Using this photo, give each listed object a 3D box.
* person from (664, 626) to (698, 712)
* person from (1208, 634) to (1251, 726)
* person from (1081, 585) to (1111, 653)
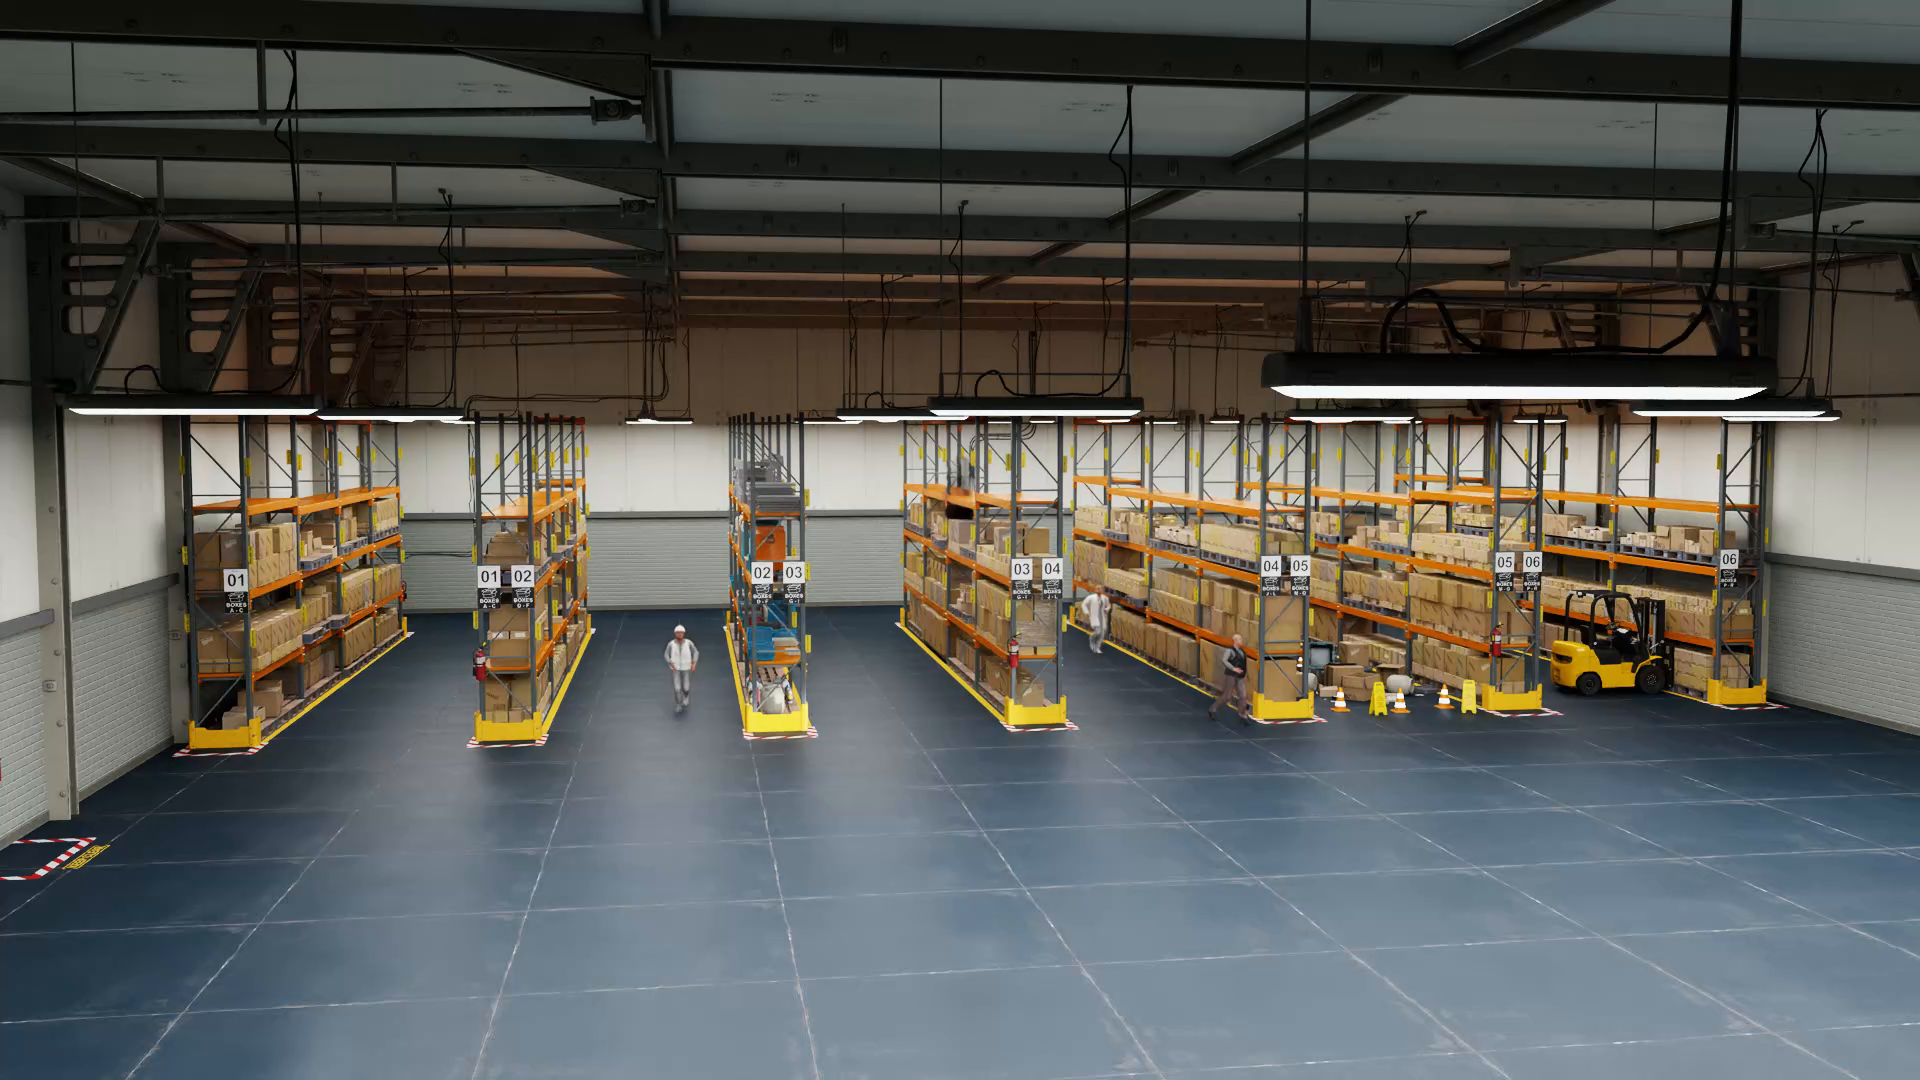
[{"bbox_3d":[-5.607,2.586,33.469,0.692,1.731,0.561,-1,4,-12],"label":"person"},{"bbox_3d":[5.333,2.680,32.107,0.725,1.706,0.946,-3,5,-41],"label":"person"},{"bbox_3d":[3.493,2.002,41.929,0.714,1.736,0.611,-1,4,-20],"label":"person"}]
